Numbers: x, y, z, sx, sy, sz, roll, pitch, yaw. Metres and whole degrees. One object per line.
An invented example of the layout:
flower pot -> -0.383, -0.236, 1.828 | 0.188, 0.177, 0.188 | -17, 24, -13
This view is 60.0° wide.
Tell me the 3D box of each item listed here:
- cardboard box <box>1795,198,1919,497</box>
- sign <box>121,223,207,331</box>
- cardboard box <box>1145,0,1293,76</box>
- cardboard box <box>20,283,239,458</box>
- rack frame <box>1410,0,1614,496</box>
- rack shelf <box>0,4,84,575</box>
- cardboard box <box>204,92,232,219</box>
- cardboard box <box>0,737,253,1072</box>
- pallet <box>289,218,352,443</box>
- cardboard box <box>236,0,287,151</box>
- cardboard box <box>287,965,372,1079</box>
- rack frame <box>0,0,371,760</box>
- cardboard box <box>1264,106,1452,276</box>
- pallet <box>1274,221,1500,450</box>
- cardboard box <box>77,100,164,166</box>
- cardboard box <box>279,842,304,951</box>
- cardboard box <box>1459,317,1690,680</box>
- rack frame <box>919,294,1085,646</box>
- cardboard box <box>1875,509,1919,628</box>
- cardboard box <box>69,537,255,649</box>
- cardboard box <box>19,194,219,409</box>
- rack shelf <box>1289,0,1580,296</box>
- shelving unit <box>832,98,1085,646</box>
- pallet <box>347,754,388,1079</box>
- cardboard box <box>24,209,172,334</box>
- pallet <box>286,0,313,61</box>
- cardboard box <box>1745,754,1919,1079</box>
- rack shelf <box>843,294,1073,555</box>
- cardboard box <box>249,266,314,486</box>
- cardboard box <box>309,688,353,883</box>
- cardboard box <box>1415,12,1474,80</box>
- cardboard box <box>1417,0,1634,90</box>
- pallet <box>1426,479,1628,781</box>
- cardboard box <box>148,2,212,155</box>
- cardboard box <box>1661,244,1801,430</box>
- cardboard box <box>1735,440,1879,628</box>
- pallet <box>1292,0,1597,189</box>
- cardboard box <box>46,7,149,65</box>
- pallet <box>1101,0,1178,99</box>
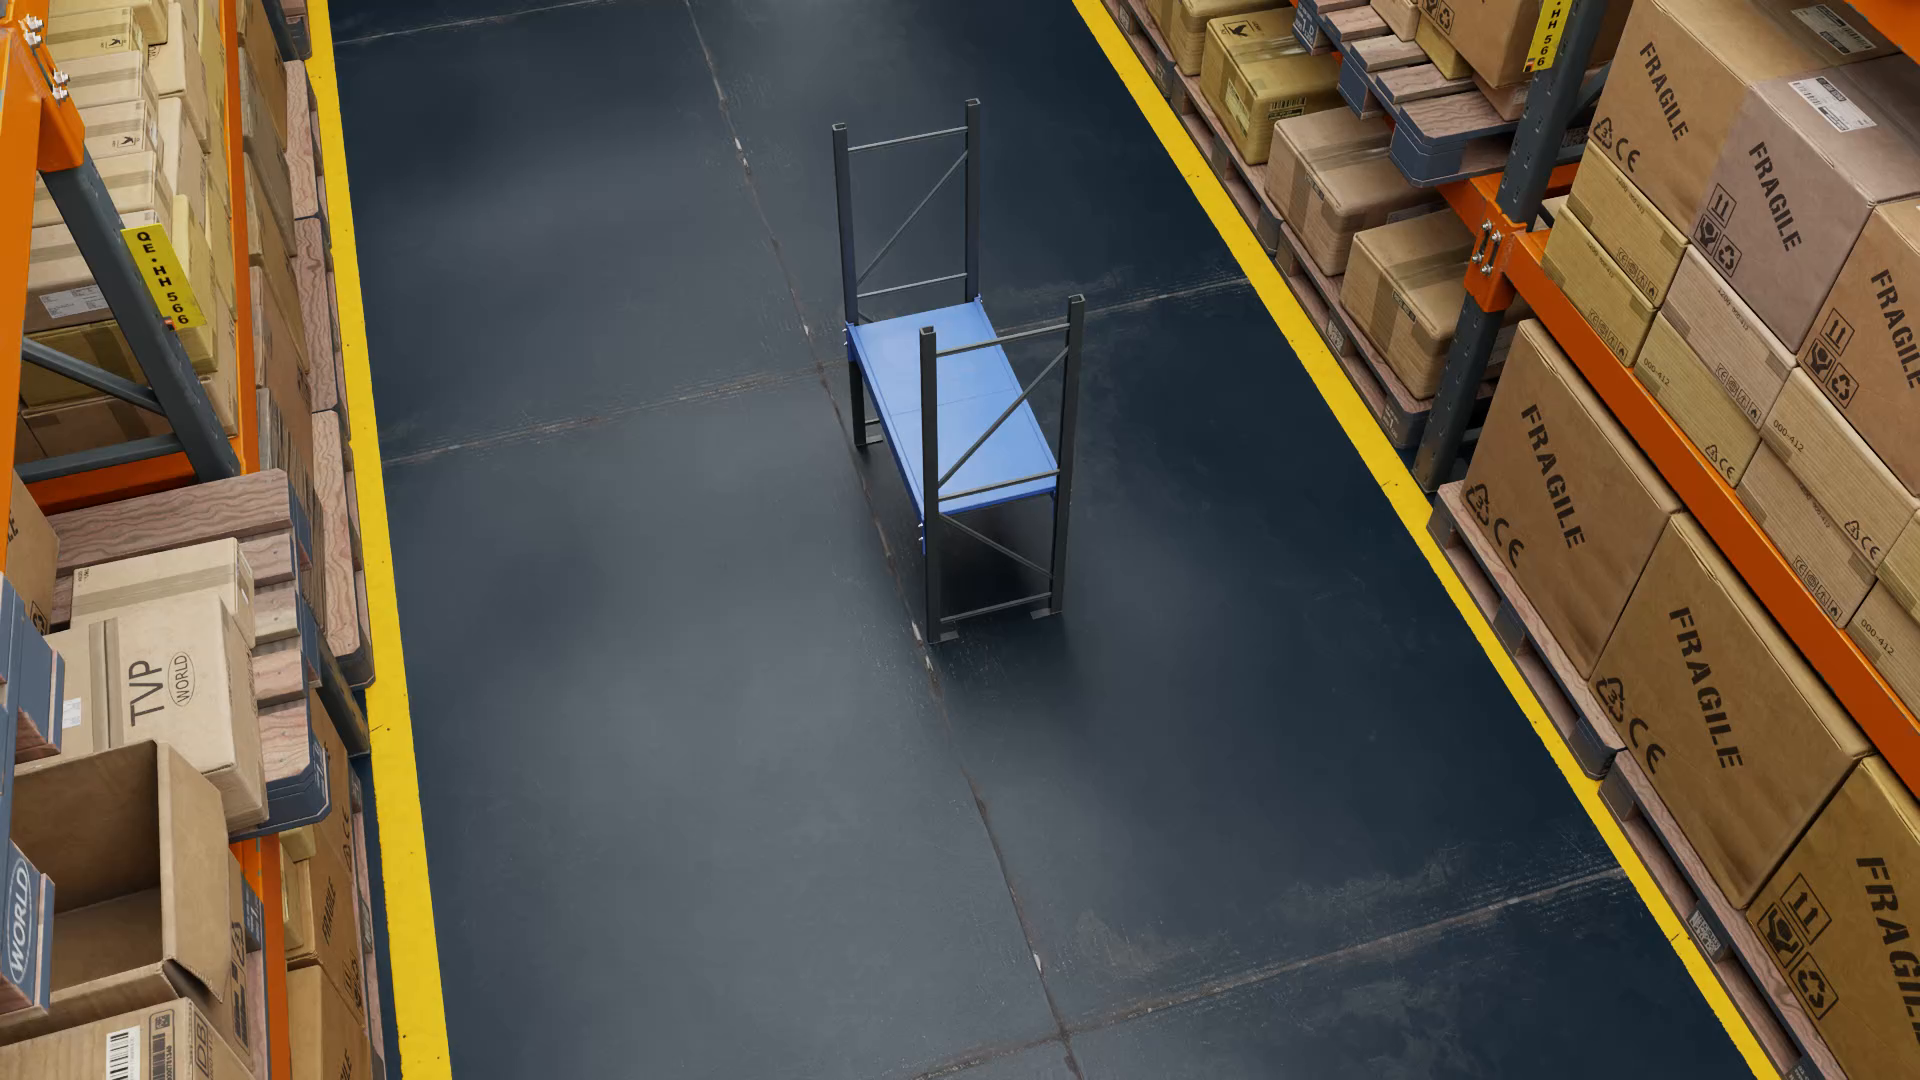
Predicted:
cardboard box -> 2.455, -0.494, 3.985 | 0.500, 0.500, 0.500 | -12, 51, -10
sign -> -1.976, -0.648, 4.129 | 0.100, 0.325, 0.005 | -13, 51, -11
cardboard box -> 1.439, -2.599, 7.923 | 0.950, 0.372, 0.625 | -10, 51, -9
cardboard box -> -2.390, -0.502, 4.810 | 0.500, 0.250, 0.500 | -13, 51, -11
rack frame -> 2.249, -1.296, 5.381 | 1.000, 3.000, 0.127 | -13, 51, -11
rack shelf -> -1.901, 0.555, 2.329 | 1.077, 0.370, 4.000 | -13, 51, -11
cardboard box -> -2.693, -1.245, 5.436 | 0.500, 0.250, 0.500 | -15, 51, -12
cardboard box -> -1.833, 0.811, 3.263 | 0.797, 0.503, 0.637 | -14, 51, -12
pallet -> -3.055, -0.772, 6.763 | 1.003, 0.211, 1.213 | -13, 51, -11
cardboard box -> -3.510, -2.084, 7.324 | 0.875, 0.625, 0.625 | -11, 51, -9
cardboard box -> -1.866, 1.509, 4.376 | 0.500, 0.500, 0.500 | -11, 51, -9
rack frame -> -2.492, -0.171, 4.432 | 1.000, 3.000, 0.127 | -13, 51, -11
cardboard box -> 1.865, -1.537, 7.028 | 0.950, 0.372, 0.625 | -14, 51, -12
pallet -> 2.019, -0.969, 6.928 | 1.003, 0.211, 1.213 | -13, 51, -11
cardboard box -> -2.486, -1.088, 4.716 | 0.380, 0.149, 0.250 | -12, 51, -10
cardboard box -> -1.958, 0.988, 4.391 | 0.380, 0.149, 0.250 | -15, 51, -12
cardboard box -> 2.373, -0.223, 5.592 | 0.875, 0.875, 0.875 | -14, 51, -11
rack frame -> 0.125, -0.174, 5.416 | 0.500, 1.500, 0.032 | -13, 51, -11
cardboard box -> 2.587, 0.135, 3.946 | 0.500, 0.250, 0.500 | -13, 51, -10
cardboard box -> -1.931, 0.167, 4.037 | 0.380, 0.149, 0.250 | -12, 51, -10
cardboard box -> -2.366, -0.669, 4.623 | 0.500, 0.250, 0.500 | -13, 51, -11
rack shelf -> 1.657, -2.525, 6.887 | 1.077, 0.370, 4.000 | -13, 51, -11
shelving unit -> -0.025, -0.546, 5.729 | 0.538, 1.500, 1.048 | -13, 51, -11
pallet -> -2.307, 1.281, 5.032 | 1.003, 0.211, 1.213 | -13, 51, -11
cardboard box -> -2.305, -0.712, 4.399 | 0.380, 0.149, 0.250 | -12, 51, -10
pallet -> -3.870, -2.784, 8.459 | 1.003, 0.211, 1.213 | -13, 51, -11
cardboard box -> 2.897, 1.082, 4.491 | 0.875, 0.875, 0.875 | -12, 51, -10
rack shelf -> -0.025, -0.430, 5.867 | 0.538, 0.185, 1.000 | -13, 51, -11
cardboard box -> -2.864, -0.475, 5.967 | 0.875, 0.625, 0.625 | -12, 51, -10
cardboard box -> -2.162, 0.759, 5.008 | 0.500, 0.500, 0.500 | -12, 51, -10
cardboard box -> 1.778, -1.716, 5.625 | 0.380, 0.149, 0.250 | -13, 51, -10
cardboard box -> 1.849, -1.829, 5.295 | 0.500, 0.500, 0.500 | -15, 51, -12
pallet -> 2.410, 0.195, 5.947 | 1.003, 0.211, 1.213 | -13, 51, -11
cardboard box -> -2.674, -1.416, 5.253 | 0.500, 0.250, 0.500 | -14, 51, -12
cardboard box -> 2.314, -0.605, 4.570 | 0.500, 0.250, 0.500 | -12, 51, -10
cardboard box -> 2.471, -0.078, 4.452 | 0.500, 0.250, 0.500 | -12, 51, -10
pallet -> 1.936, -1.731, 5.873 | 1.213, 0.211, 1.003 | -13, 51, -11
cardboard box -> -2.678, -1.453, 5.024 | 0.380, 0.149, 0.250 | -13, 51, -11
pallet -> 1.297, -2.751, 8.431 | 1.003, 0.211, 1.213 | -13, 51, -11
